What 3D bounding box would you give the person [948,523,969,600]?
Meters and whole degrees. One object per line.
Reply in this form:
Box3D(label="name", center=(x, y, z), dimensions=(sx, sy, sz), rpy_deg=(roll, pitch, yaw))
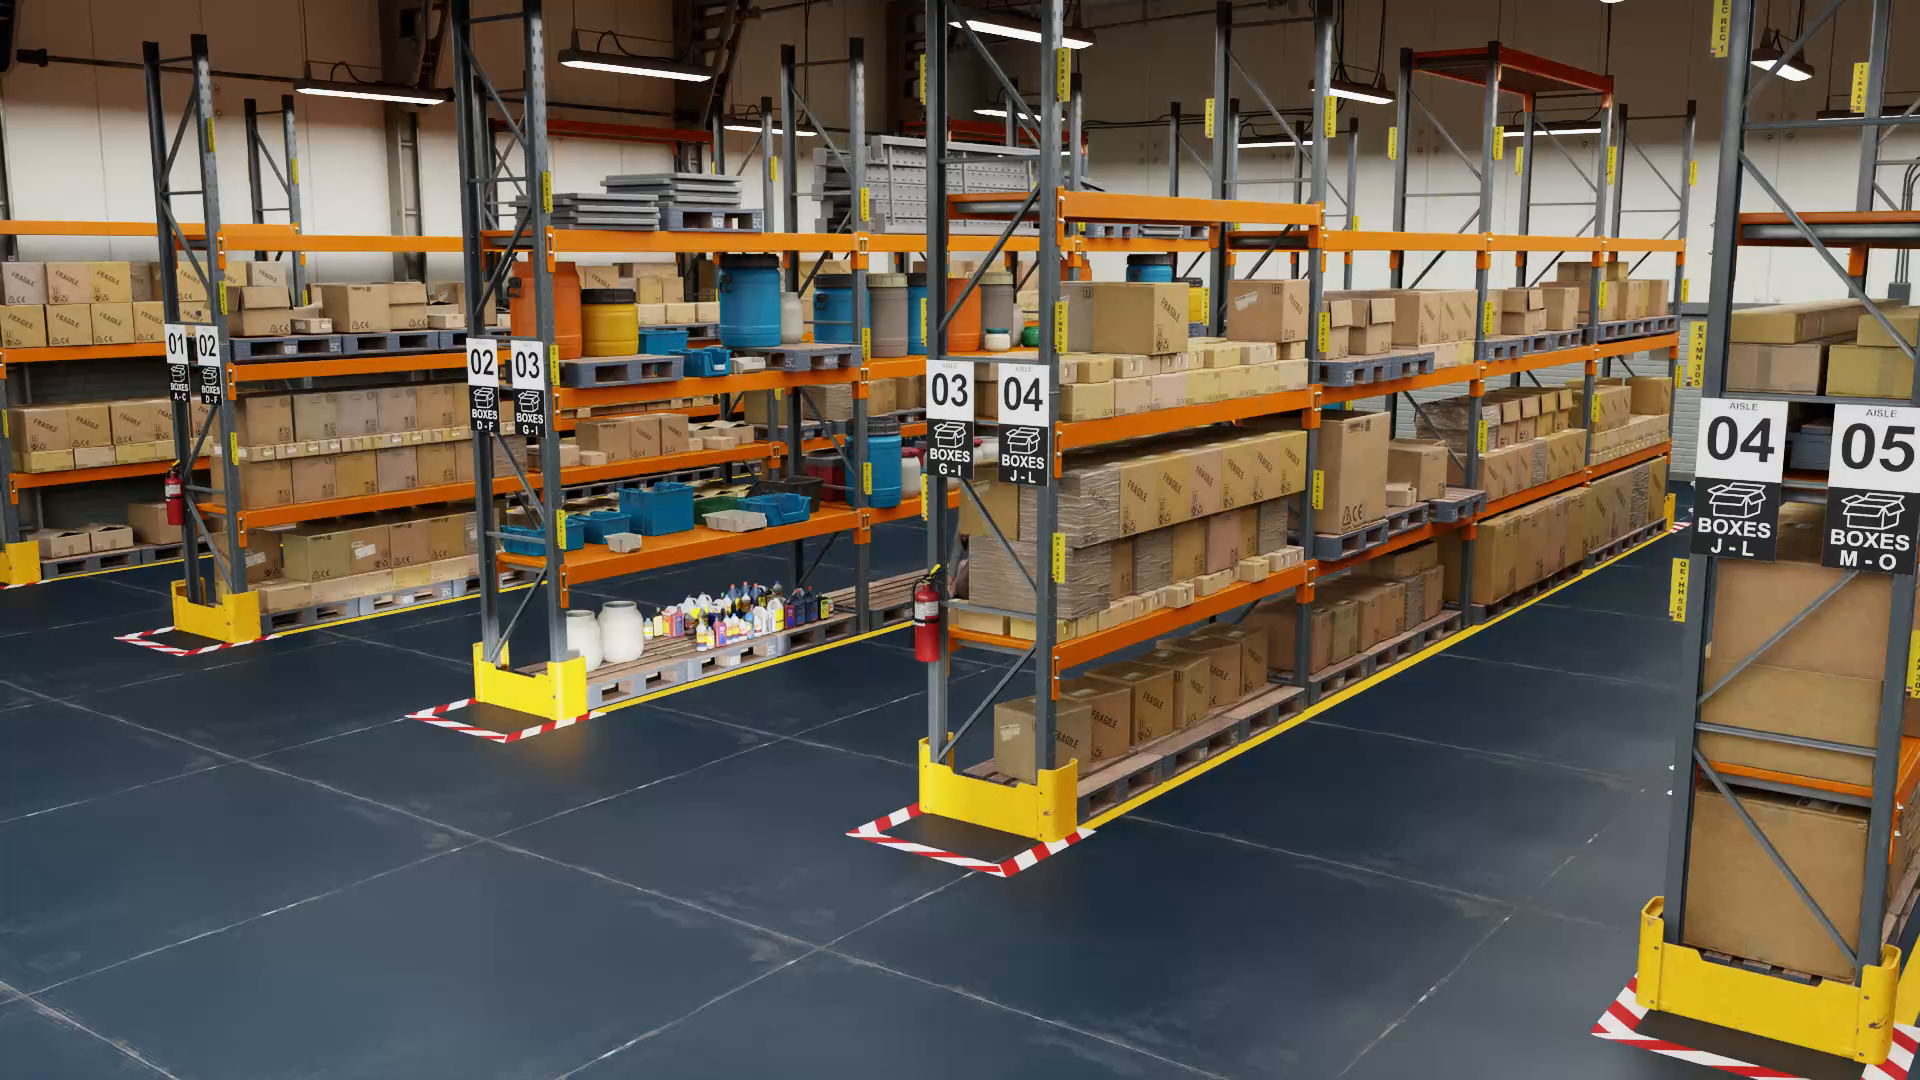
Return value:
Box3D(label="person", center=(0.229, 0.297, 17.971), dimensions=(0.568, 1.139, 0.823), rpy_deg=(7, 12, 36))
